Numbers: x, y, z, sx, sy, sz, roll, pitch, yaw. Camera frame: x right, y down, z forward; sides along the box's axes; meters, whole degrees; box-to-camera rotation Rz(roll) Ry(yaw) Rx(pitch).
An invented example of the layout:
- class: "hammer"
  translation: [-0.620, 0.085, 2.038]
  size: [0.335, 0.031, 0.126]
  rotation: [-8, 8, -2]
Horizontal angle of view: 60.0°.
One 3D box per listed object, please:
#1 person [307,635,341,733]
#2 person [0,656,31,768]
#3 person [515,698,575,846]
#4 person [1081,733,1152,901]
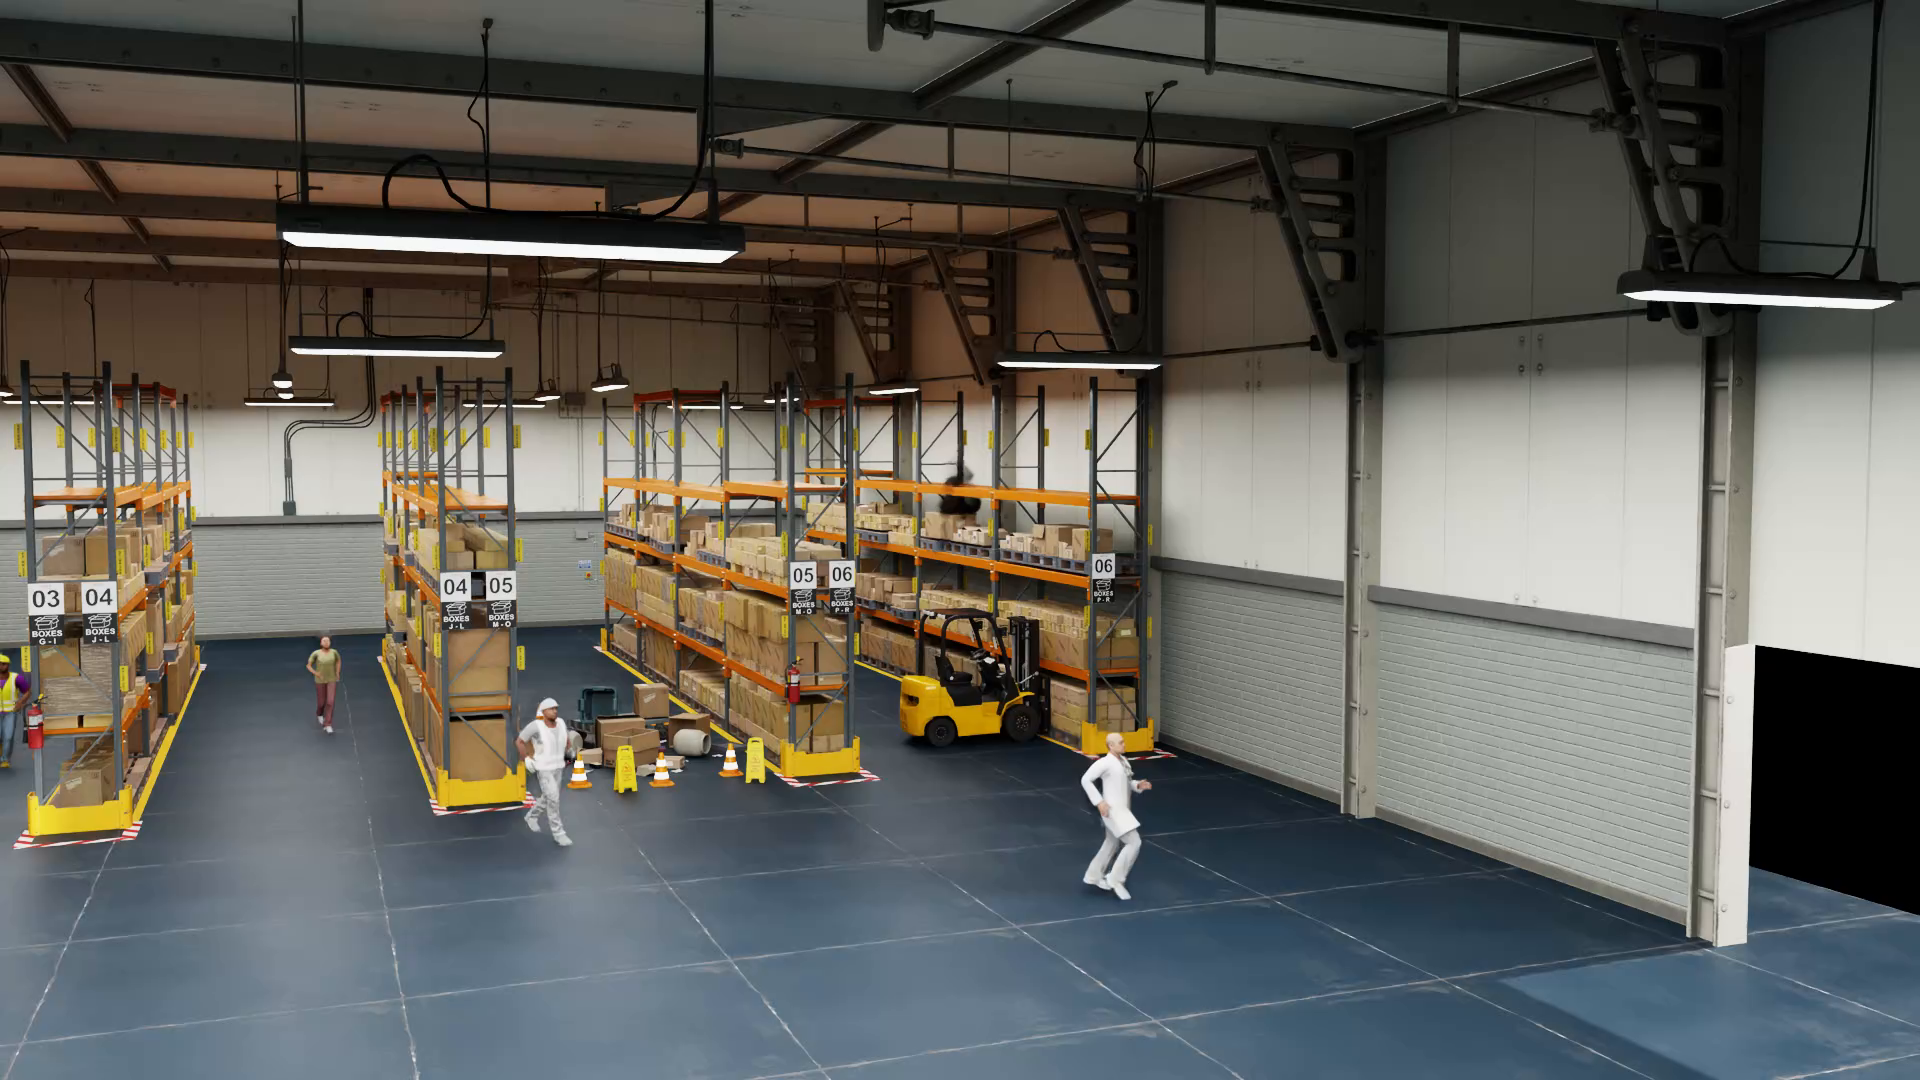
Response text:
- class: "person"
  translation: [-10.959, 2.457, 28.704]
  size: [0.583, 1.658, 0.822]
  rotation: [-2, 4, -30]
- class: "person"
  translation: [-14.621, 2.624, 25.446]
  size: [0.717, 1.722, 0.578]
  rotation: [-2, 4, -24]
- class: "person"
  translation: [-5.141, 2.860, 20.751]
  size: [0.935, 1.791, 0.683]
  rotation: [2, 4, 33]
- class: "person"
  translation: [1.719, 3.023, 18.236]
  size: [0.798, 1.823, 0.671]
  rotation: [1, 4, 23]
